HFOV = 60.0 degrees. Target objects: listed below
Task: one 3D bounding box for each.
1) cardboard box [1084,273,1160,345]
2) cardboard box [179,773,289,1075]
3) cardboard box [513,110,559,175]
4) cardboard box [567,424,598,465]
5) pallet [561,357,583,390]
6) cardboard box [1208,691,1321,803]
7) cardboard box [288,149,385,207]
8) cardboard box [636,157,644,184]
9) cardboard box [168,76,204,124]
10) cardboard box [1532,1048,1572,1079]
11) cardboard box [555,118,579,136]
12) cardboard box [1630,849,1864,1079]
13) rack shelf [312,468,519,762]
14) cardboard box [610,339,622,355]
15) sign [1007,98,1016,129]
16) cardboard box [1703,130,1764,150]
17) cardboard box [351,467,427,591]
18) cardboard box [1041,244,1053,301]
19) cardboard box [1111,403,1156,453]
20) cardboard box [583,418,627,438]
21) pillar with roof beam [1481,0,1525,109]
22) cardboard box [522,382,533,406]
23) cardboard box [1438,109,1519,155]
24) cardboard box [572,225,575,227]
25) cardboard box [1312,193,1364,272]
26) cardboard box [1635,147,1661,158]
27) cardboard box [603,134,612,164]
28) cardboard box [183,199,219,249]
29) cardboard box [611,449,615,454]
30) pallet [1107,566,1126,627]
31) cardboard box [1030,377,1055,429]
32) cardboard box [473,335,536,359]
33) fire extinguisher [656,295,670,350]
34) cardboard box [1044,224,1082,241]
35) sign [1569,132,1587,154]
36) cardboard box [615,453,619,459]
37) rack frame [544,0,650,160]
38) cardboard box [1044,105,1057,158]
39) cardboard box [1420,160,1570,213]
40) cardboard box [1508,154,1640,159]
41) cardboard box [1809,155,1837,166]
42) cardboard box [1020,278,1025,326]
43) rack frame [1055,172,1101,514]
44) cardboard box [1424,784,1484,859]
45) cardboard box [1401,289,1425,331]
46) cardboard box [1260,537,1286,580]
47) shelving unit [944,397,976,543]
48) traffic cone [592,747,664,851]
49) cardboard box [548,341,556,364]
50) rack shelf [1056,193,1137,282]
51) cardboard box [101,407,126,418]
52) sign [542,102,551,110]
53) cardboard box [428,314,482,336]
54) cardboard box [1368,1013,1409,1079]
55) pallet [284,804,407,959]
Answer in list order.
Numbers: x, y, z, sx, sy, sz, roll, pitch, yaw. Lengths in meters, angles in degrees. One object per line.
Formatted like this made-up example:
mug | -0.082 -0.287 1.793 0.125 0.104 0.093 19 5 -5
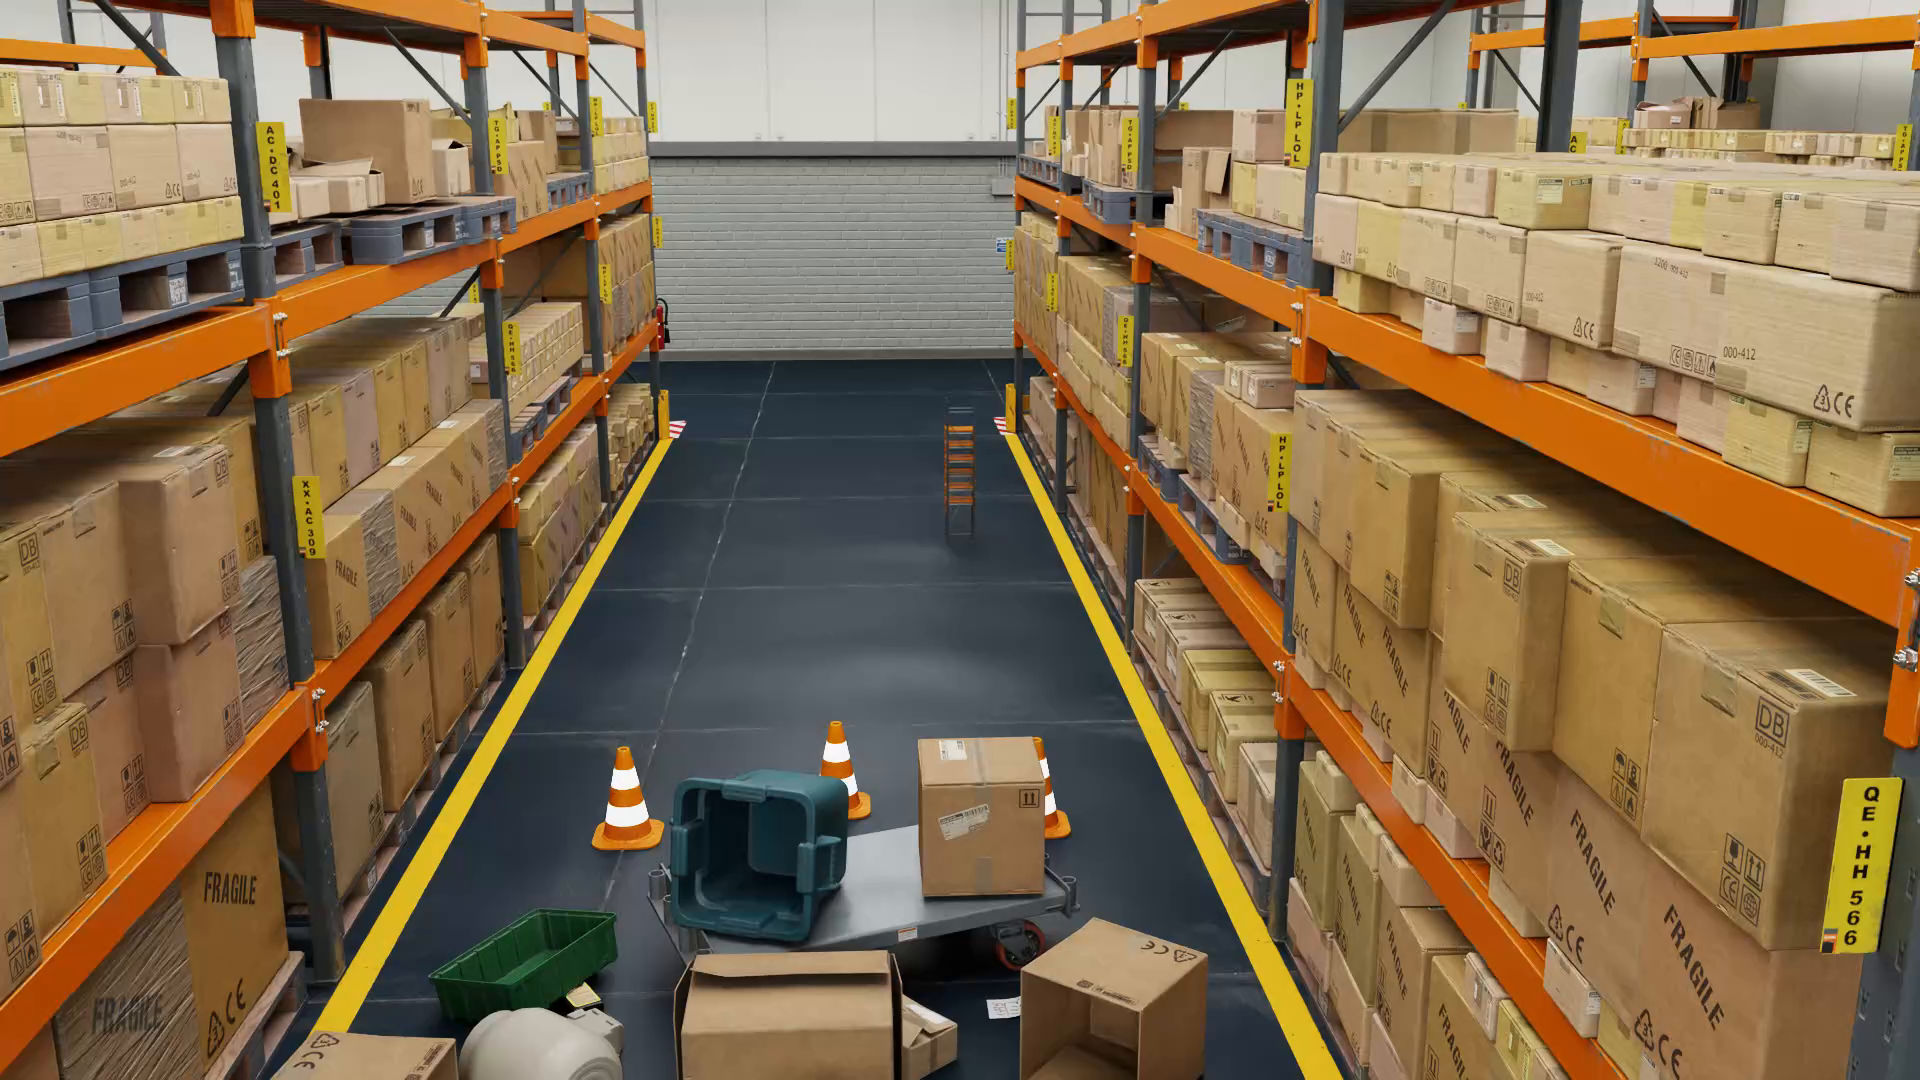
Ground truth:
cardboard box | 1.228 -1.751 12.605 0.500 0.500 0.500 -1 14 -4
cardboard box | -3.108 1.363 6.131 0.875 0.875 0.875 -1 14 -3
cardboard box | -3.659 -3.218 13.452 0.700 0.500 0.500 -1 14 -3
cardboard box | -3.274 -0.785 13.725 0.500 0.250 0.500 -1 14 -5
pallet | -3.671 -1.325 13.540 1.003 0.211 1.213 -1 14 -3
cardboard box | 1.774 1.038 8.402 0.950 0.372 0.625 0 14 0
cardboard box | -2.982 -1.728 7.931 0.396 0.266 0.258 -1 14 -3
cardboard box | -3.490 -3.749 16.859 0.500 0.250 0.500 -1 14 -3
cardboard box | -2.721 -1.440 5.446 0.380 0.149 0.250 -1 14 -4
cardboard box | 1.705 1.438 4.285 0.380 0.149 0.250 0 14 -2
cardboard box | -3.349 -3.501 14.093 0.380 0.149 0.250 -1 14 -4
cardboard box | 1.796 0.950 3.518 0.500 0.500 0.500 -1 14 -4
rack shelf | -3.201 0.231 8.554 1.077 0.370 4.000 -1 14 -3
cardboard box | -3.384 -1.824 15.599 0.380 0.149 0.250 -1 14 -2
sign | 0.559 -4.614 18.005 0.100 0.325 0.005 -1 14 -3
cardboard box | 6.044 -3.115 12.959 0.380 0.149 0.250 -1 14 -3
cardboard box | -2.902 -0.054 8.015 0.500 0.500 0.500 -1 14 -4
cardboard box | 1.033 -2.484 15.452 0.500 0.500 0.500 -1 14 -4
cardboard box | 1.319 -0.766 11.284 0.500 0.250 0.500 -1 14 -5
cardboard box | -3.383 -1.070 15.851 0.380 0.149 0.250 -1 14 -2
pillar with roof beam | 2.503 -6.307 20.481 9.100 9.000 0.400 -1 14 -3
cardboard box | -3.203 -1.012 11.602 0.380 0.149 0.250 0 14 -1
cardboard box | 2.180 -1.823 7.526 0.500 0.250 0.500 -1 14 -5
cardboard box | -3.975 -2.784 16.022 0.500 0.500 0.500 -1 14 -5
cardboard box | 1.611 -1.132 6.092 0.500 0.250 0.500 -1 14 -5
cardboard box | 5.918 -3.227 13.988 0.380 0.149 0.250 -1 14 -3
cardboard box | -3.389 -3.480 14.808 0.500 0.250 0.500 -1 14 -4
cardboard box | -2.720 -1.055 5.547 0.380 0.149 0.250 -1 14 -3
cardboard box | -3.446 -0.861 15.633 0.380 0.149 0.250 -2 15 -6
pallet | 1.636 0.437 11.906 1.003 0.211 1.213 -1 14 -3
cardboard box | 1.254 -1.506 18.160 0.875 0.438 0.875 -1 14 -5
cardboard box | -3.225 -1.364 11.775 0.380 0.149 0.250 0 14 -1
fire extinguisher | -3.376 -2.456 18.457 0.296 0.674 0.183 -1 14 -3
cardboard box | 1.009 -2.949 15.959 0.380 0.149 0.250 -1 14 -5
sign | 2.398 -1.435 6.528 0.100 0.325 0.005 -1 14 -3
cardboard box | -3.424 -0.718 15.675 0.380 0.149 0.250 -1 14 -5
rack frame | -3.821 -5.510 17.383 1.000 3.000 0.127 -1 14 -3
cardboard box | 1.089 -3.956 16.116 0.500 0.500 0.500 -1 14 -2
cardboard box | 1.659 -1.099 5.162 0.380 0.149 0.250 -1 14 -5
cardboard box | 2.187 -1.300 5.944 0.380 0.149 0.250 -1 14 -5
cardboard box | 6.255 -2.644 11.762 0.380 0.149 0.250 -1 14 -3
cardboard box | 0.916 -2.506 17.544 0.500 0.500 0.500 -1 14 -4
rack frame | 1.361 -1.712 14.659 1.000 3.000 0.127 -1 14 -3
cardboard box | 1.670 0.864 5.154 0.380 0.149 0.250 -1 14 -4
cardboard box | 1.694 -0.783 5.534 0.380 0.149 0.250 0 14 -2
cardboard box | 1.550 0.073 7.385 0.380 0.149 0.250 -1 14 -3
shelving unit | 0.001 -0.577 13.863 0.258 1.200 0.189 -1 14 -3
traffic cone | -1.653 1.251 8.234 0.336 0.463 0.334 -1 14 -3
cardboard box | -3.266 -1.412 12.559 0.380 0.149 0.250 -1 14 -3
rack shelf | 1.485 -2.318 12.441 1.077 0.370 4.000 -1 14 -3
cardboard box | -8.546 -1.122 15.789 0.875 0.875 0.875 -1 14 -3
sign | -4.362 -4.472 17.615 0.100 0.325 0.005 -1 14 -3
cardboard box | -3.958 -1.680 13.002 0.380 0.149 0.250 -1 14 -4
cardboard box | 1.704 1.822 5.602 0.500 0.250 0.500 -1 14 -4
pallet | -3.200 1.539 7.620 1.003 0.211 1.213 -1 14 -3
